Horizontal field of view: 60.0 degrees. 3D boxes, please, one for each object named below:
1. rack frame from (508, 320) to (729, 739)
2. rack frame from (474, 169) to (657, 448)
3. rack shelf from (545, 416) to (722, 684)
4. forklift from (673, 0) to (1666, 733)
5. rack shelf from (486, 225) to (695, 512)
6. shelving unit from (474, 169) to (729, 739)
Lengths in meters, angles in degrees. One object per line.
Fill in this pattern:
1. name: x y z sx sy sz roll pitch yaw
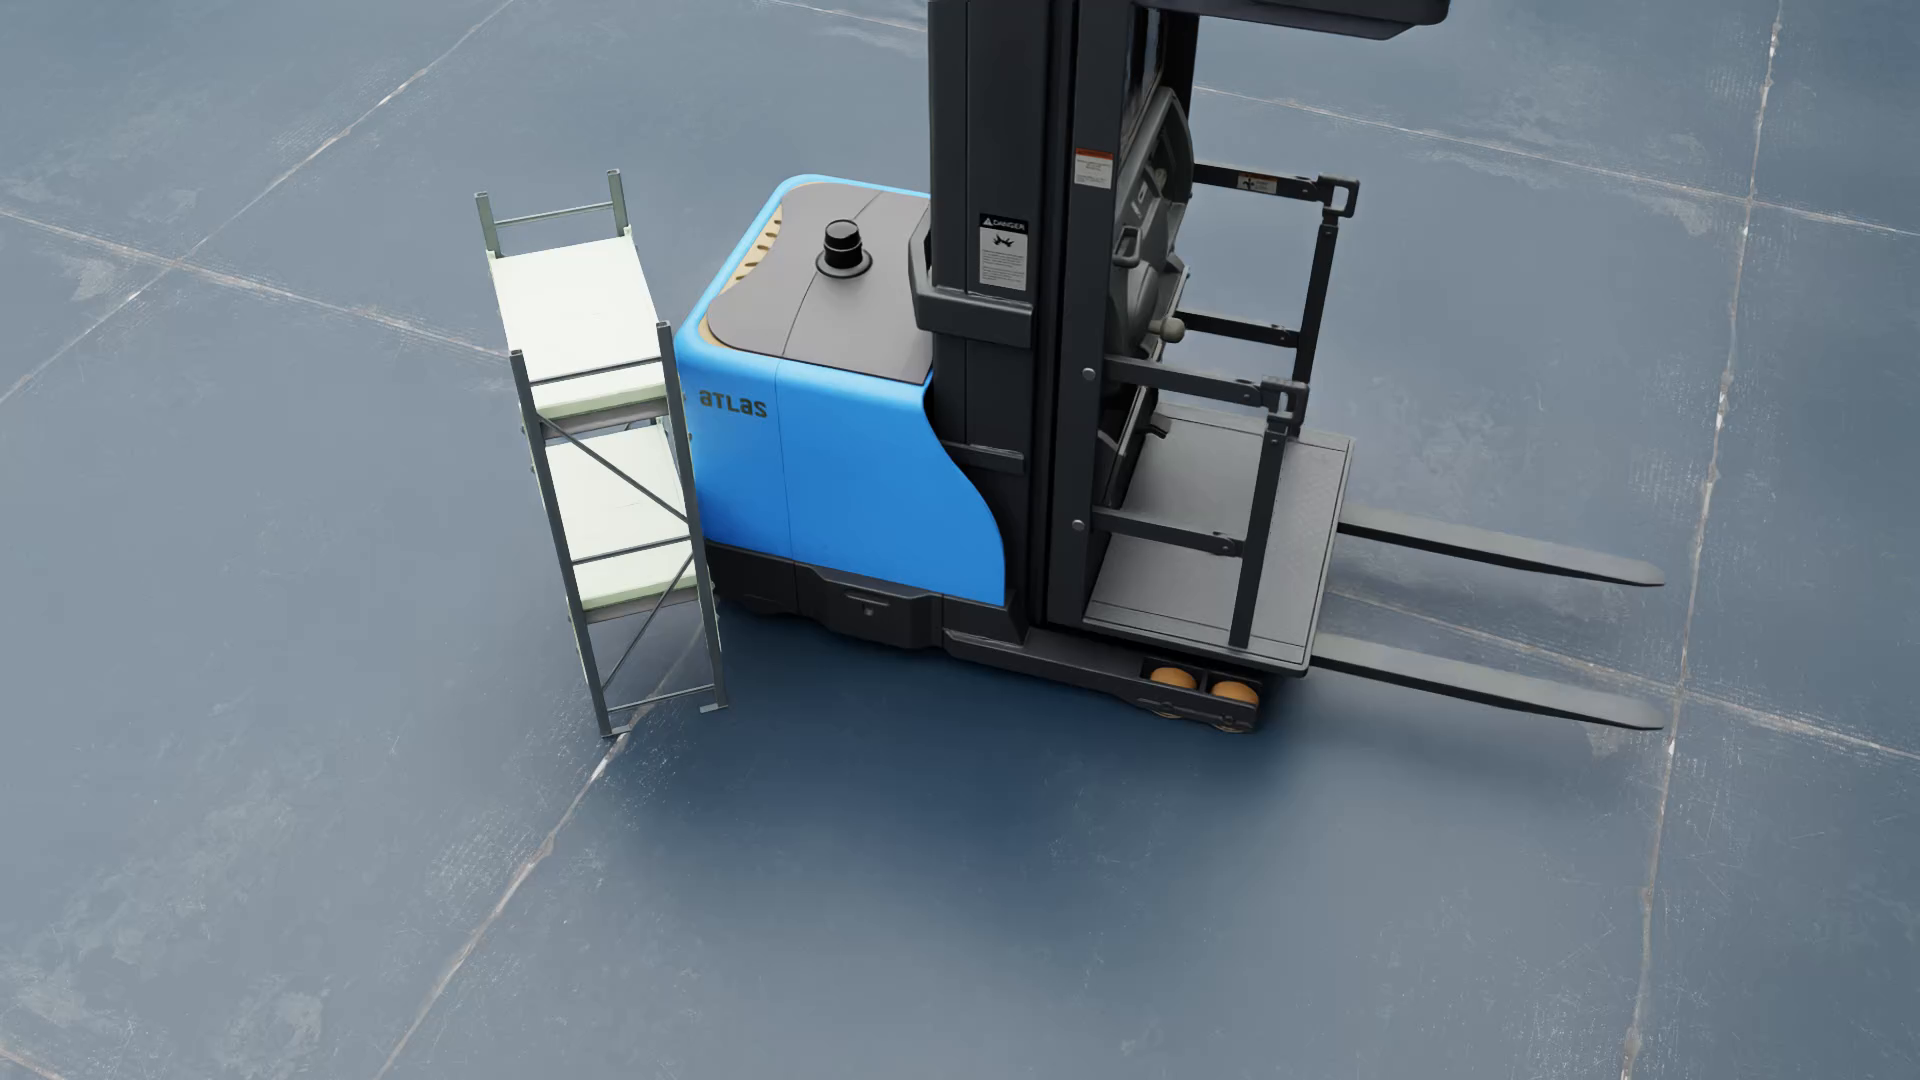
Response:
1. rack frame: -0.919 0.030 4.656 0.400 1.500 0.023 -13 46 -13
2. rack frame: -1.146 -0.460 5.149 0.400 1.500 0.023 -13 46 -13
3. rack shelf: -1.032 0.016 5.133 0.431 0.370 0.720 -13 46 -13
4. forklift: 0.717 -0.865 4.541 3.031 2.935 1.130 12 46 12
5. rack shelf: -1.032 -0.492 4.628 0.431 0.370 0.720 -13 46 -13
6. shelving unit: -1.032 -0.215 4.903 0.431 1.500 0.755 -13 46 -13
